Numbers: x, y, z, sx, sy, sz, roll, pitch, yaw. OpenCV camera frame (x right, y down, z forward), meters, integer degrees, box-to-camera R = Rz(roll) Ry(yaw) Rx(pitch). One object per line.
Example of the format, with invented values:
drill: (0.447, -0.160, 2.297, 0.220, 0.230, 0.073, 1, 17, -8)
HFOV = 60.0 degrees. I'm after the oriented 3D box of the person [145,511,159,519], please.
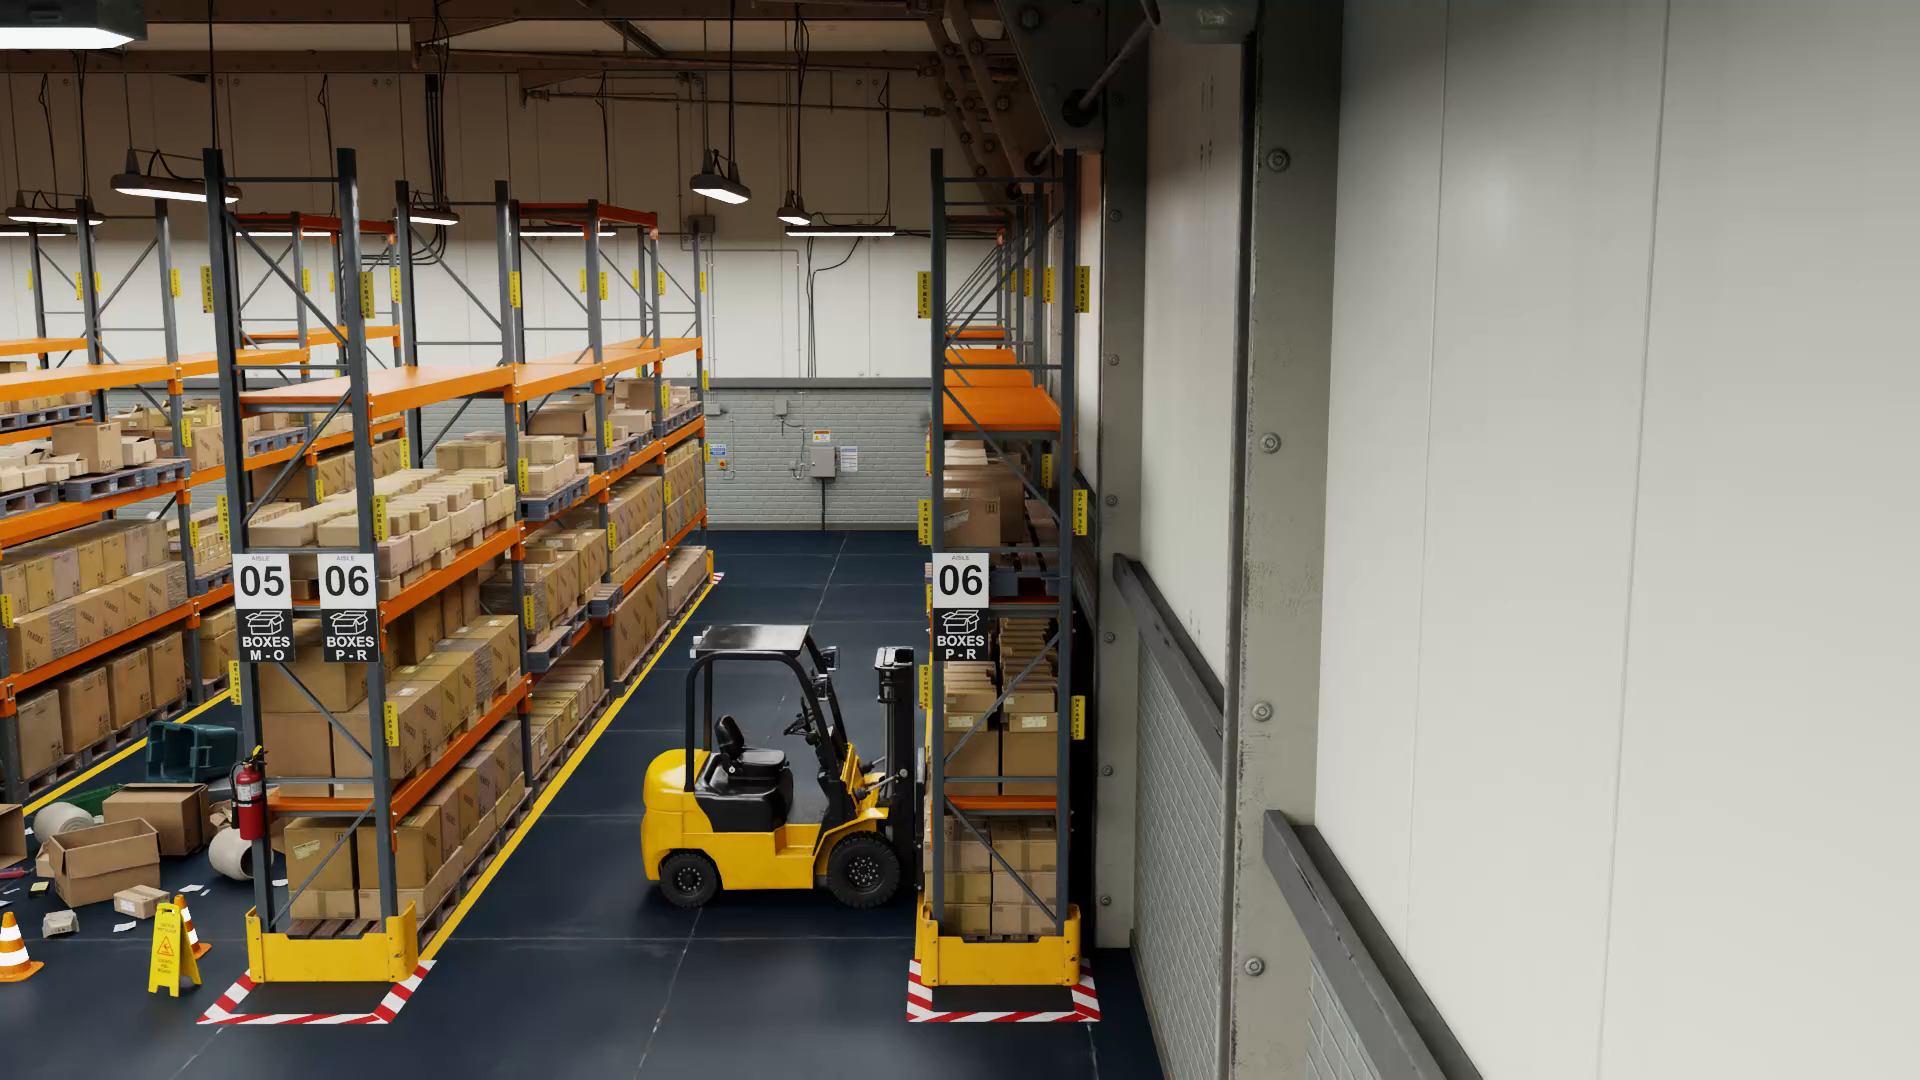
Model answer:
person: (-11.517, 0.482, 23.900, 0.635, 1.814, 0.841, 0, 9, 2)
